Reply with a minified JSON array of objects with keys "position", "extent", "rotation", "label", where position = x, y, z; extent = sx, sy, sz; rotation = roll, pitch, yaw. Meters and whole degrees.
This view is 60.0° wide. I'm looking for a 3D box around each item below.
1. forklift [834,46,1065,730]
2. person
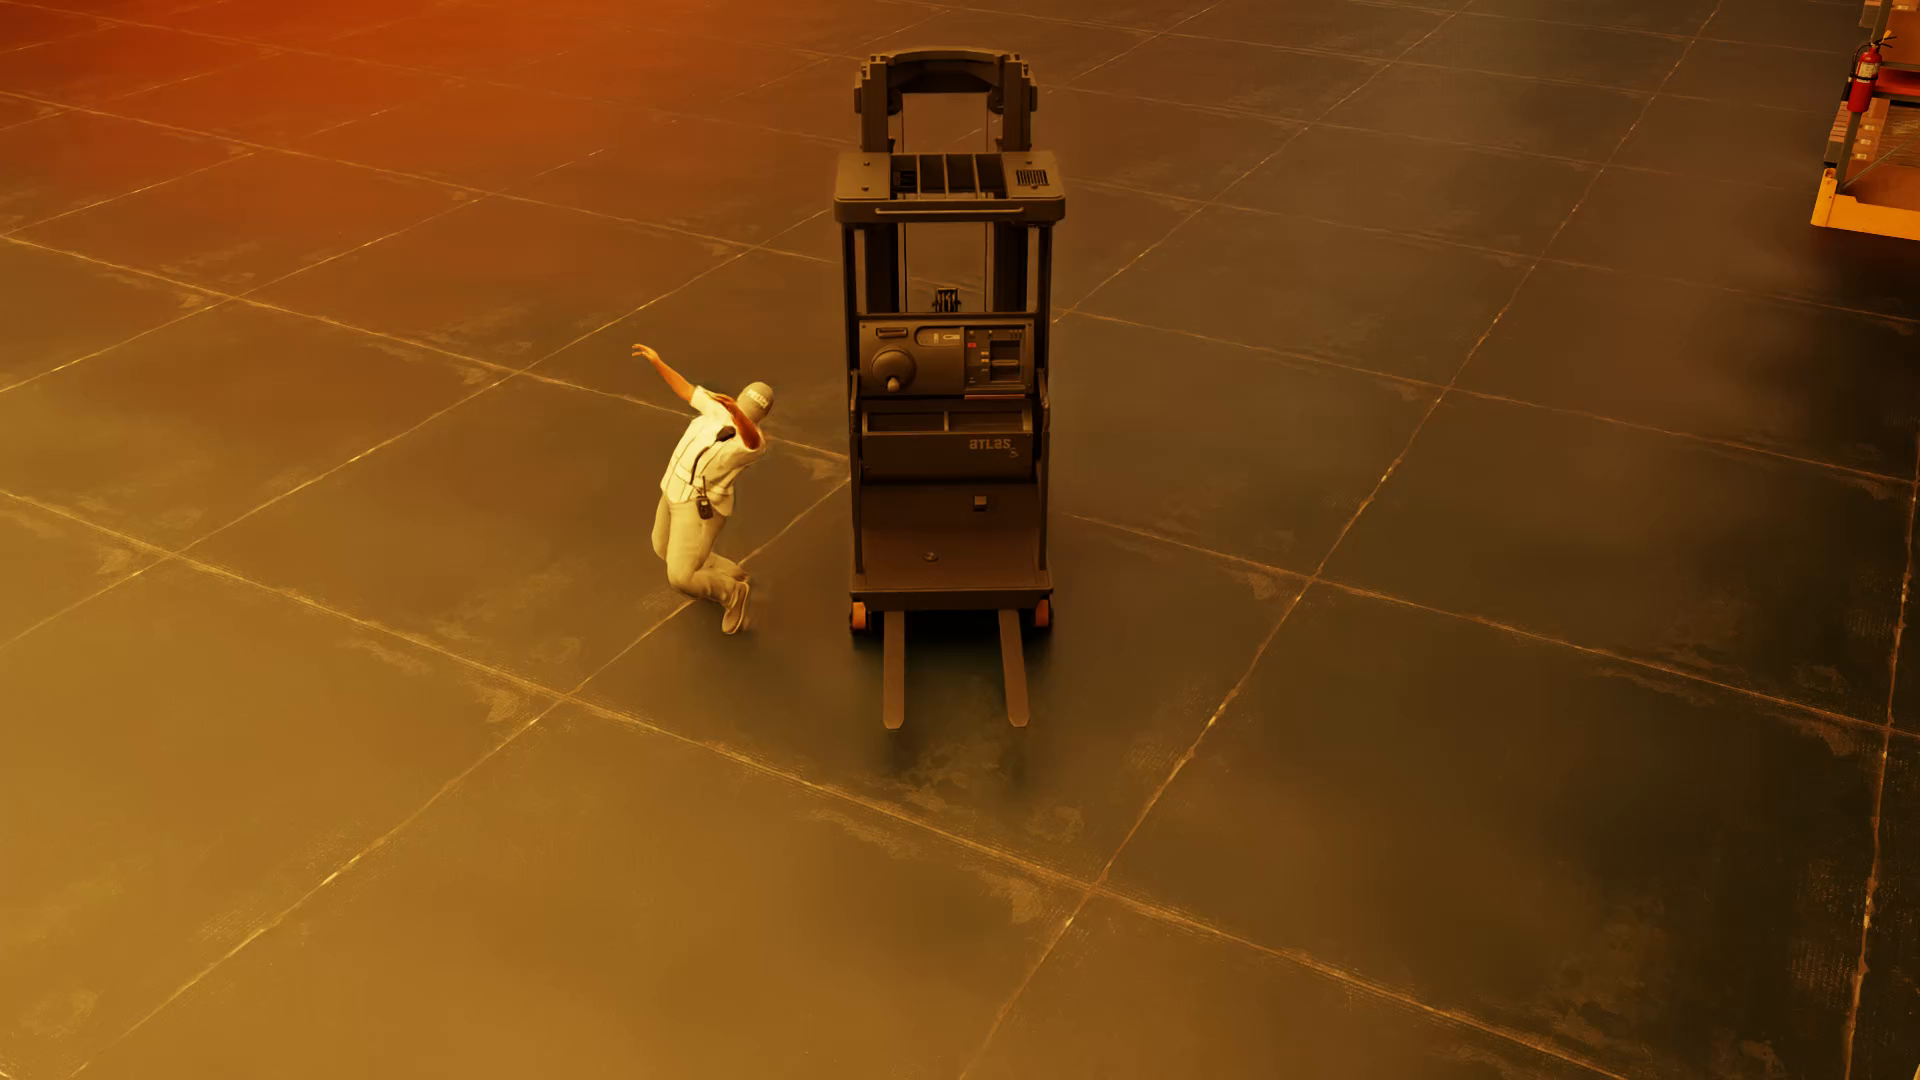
[{"position":[-0.059,-0.930,8.682],"extent":[1.130,2.935,3.031],"rotation":[-1,30,-2],"label":"forklift"},{"position":[-1.307,-0.241,8.898],"extent":[0.720,1.545,0.884],"rotation":[-14,33,-22],"label":"person"}]
